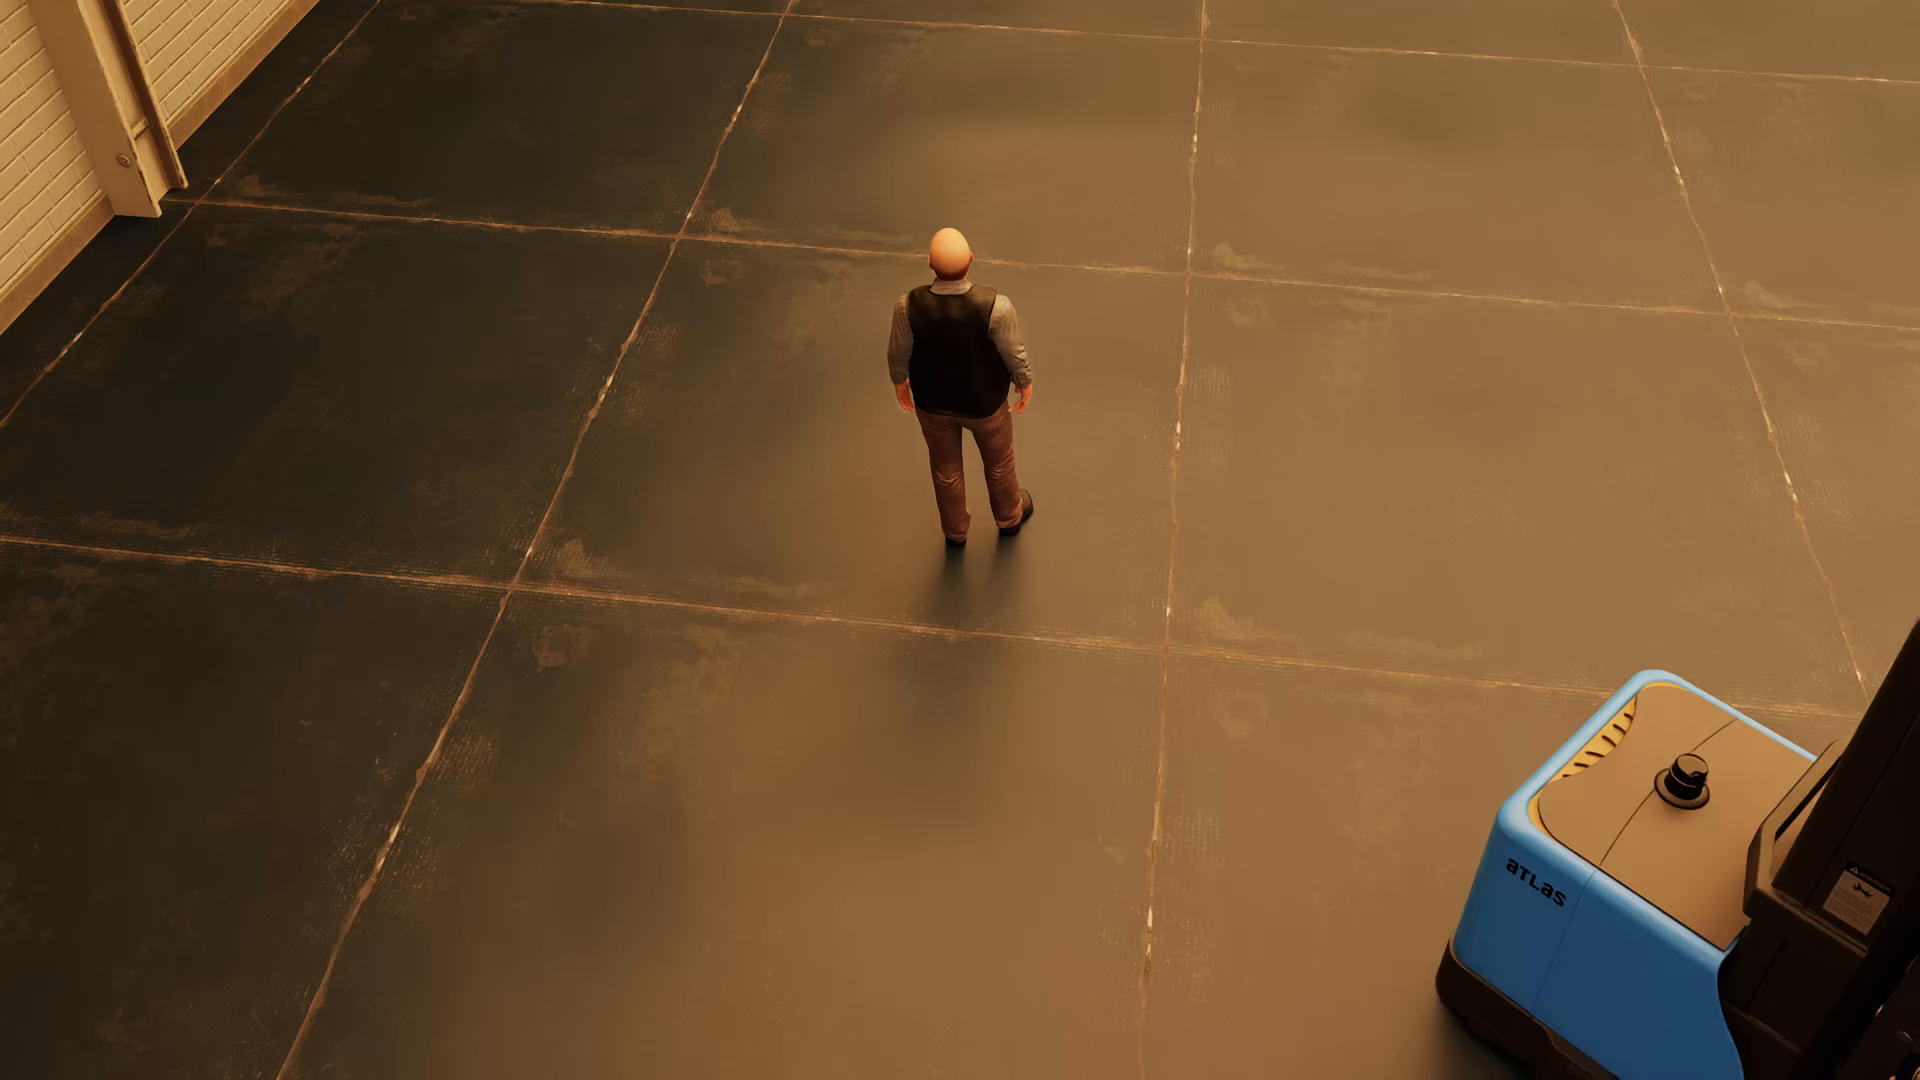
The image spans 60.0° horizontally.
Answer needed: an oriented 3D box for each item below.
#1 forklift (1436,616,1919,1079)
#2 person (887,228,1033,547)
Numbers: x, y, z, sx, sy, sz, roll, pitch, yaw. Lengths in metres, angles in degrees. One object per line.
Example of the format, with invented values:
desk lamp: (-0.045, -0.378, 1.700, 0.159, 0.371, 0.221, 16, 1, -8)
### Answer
forklift: (3.105, 1.086, 4.542, 1.130, 2.935, 3.031, -33, 52, -31)
person: (0.016, -0.681, 7.349, 0.633, 1.722, 0.566, 5, 43, 6)
